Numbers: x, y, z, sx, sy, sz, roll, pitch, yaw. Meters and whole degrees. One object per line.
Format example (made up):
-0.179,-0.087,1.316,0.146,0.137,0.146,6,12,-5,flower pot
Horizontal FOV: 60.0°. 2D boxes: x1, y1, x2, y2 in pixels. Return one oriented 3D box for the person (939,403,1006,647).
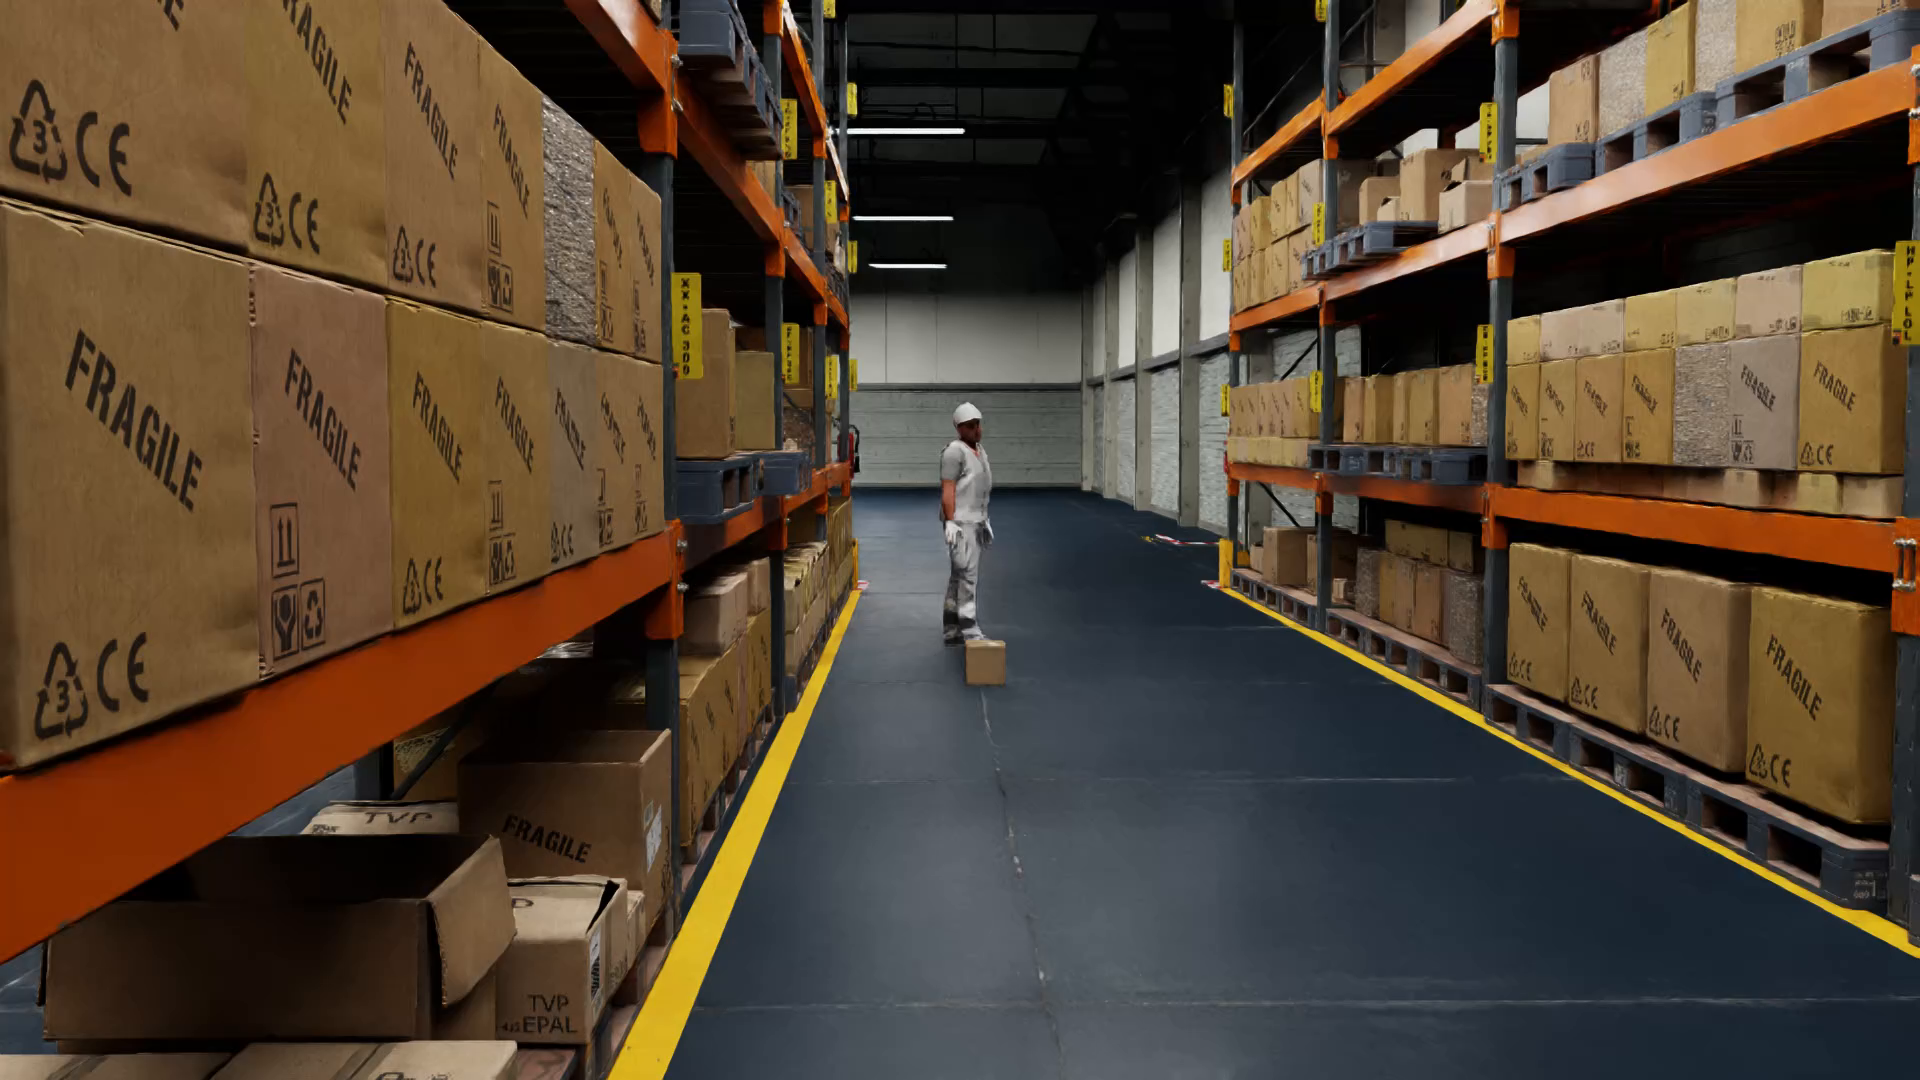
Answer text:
0.095,-0.091,11.997,0.569,1.786,0.663,2,4,22,person
